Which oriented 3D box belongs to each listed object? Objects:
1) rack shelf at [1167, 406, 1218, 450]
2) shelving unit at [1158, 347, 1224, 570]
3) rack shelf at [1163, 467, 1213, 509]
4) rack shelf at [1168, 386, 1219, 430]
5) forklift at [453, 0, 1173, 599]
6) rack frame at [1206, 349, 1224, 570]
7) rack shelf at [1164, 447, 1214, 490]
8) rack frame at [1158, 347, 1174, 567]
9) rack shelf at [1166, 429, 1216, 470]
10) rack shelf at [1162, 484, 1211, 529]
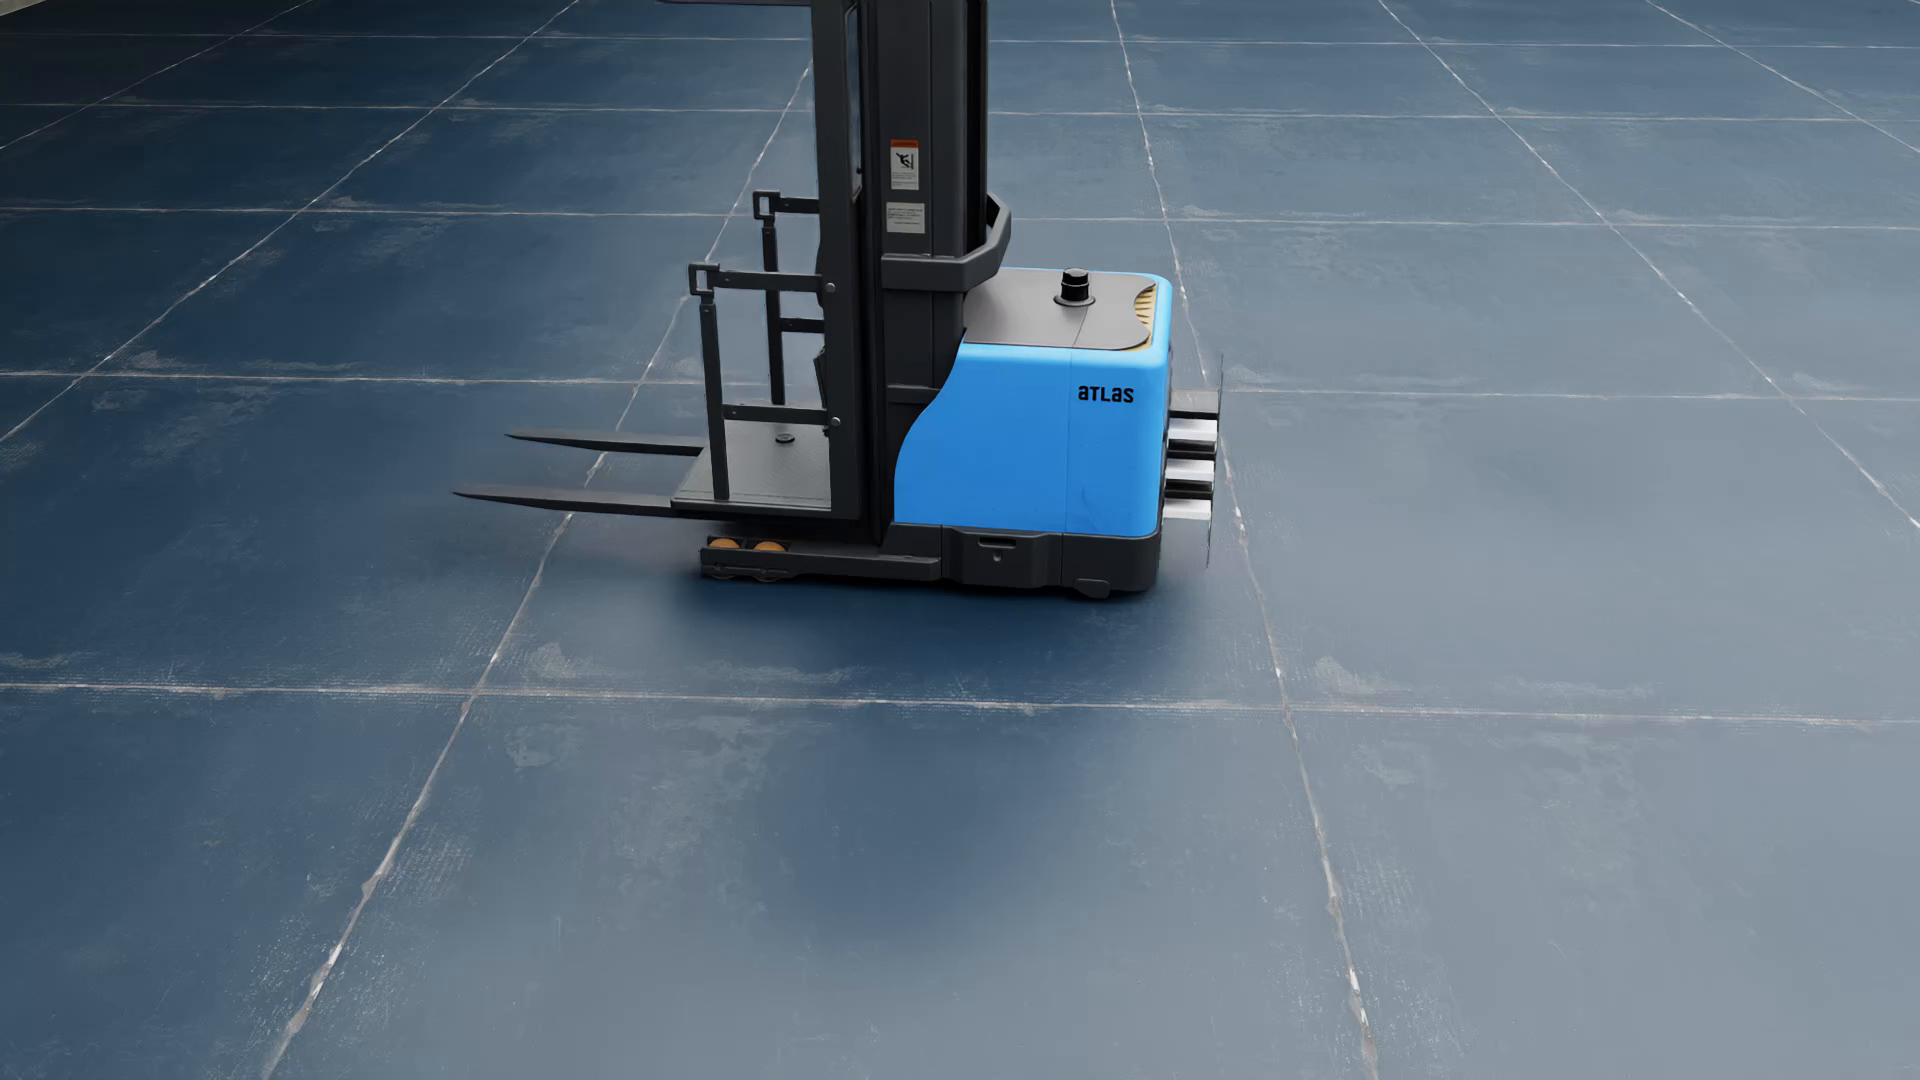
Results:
[{"bbox_3d":[0.958,-0.462,6.848,0.200,0.077,0.258,4,28,7],"label":"rack shelf"},{"bbox_3d":[0.958,-0.333,6.917,0.210,0.900,0.258,4,28,7],"label":"shelving unit"},{"bbox_3d":[0.958,-0.224,6.974,0.200,0.077,0.258,4,28,7],"label":"rack shelf"},{"bbox_3d":[0.958,-0.542,6.806,0.200,0.077,0.258,4,28,7],"label":"rack shelf"},{"bbox_3d":[-0.642,-1.359,6.684,3.031,2.935,1.130,4,28,7],"label":"forklift"},{"bbox_3d":[1.059,-0.326,6.904,0.006,0.900,0.240,4,28,7],"label":"rack frame"},{"bbox_3d":[0.958,-0.303,6.932,0.200,0.077,0.258,4,28,7],"label":"rack shelf"},{"bbox_3d":[0.857,-0.339,6.929,0.006,0.900,0.240,4,28,7],"label":"rack frame"},{"bbox_3d":[0.958,-0.383,6.890,0.200,0.077,0.258,4,28,7],"label":"rack shelf"},{"bbox_3d":[0.958,-0.144,7.017,0.200,0.077,0.258,4,28,7],"label":"rack shelf"}]
